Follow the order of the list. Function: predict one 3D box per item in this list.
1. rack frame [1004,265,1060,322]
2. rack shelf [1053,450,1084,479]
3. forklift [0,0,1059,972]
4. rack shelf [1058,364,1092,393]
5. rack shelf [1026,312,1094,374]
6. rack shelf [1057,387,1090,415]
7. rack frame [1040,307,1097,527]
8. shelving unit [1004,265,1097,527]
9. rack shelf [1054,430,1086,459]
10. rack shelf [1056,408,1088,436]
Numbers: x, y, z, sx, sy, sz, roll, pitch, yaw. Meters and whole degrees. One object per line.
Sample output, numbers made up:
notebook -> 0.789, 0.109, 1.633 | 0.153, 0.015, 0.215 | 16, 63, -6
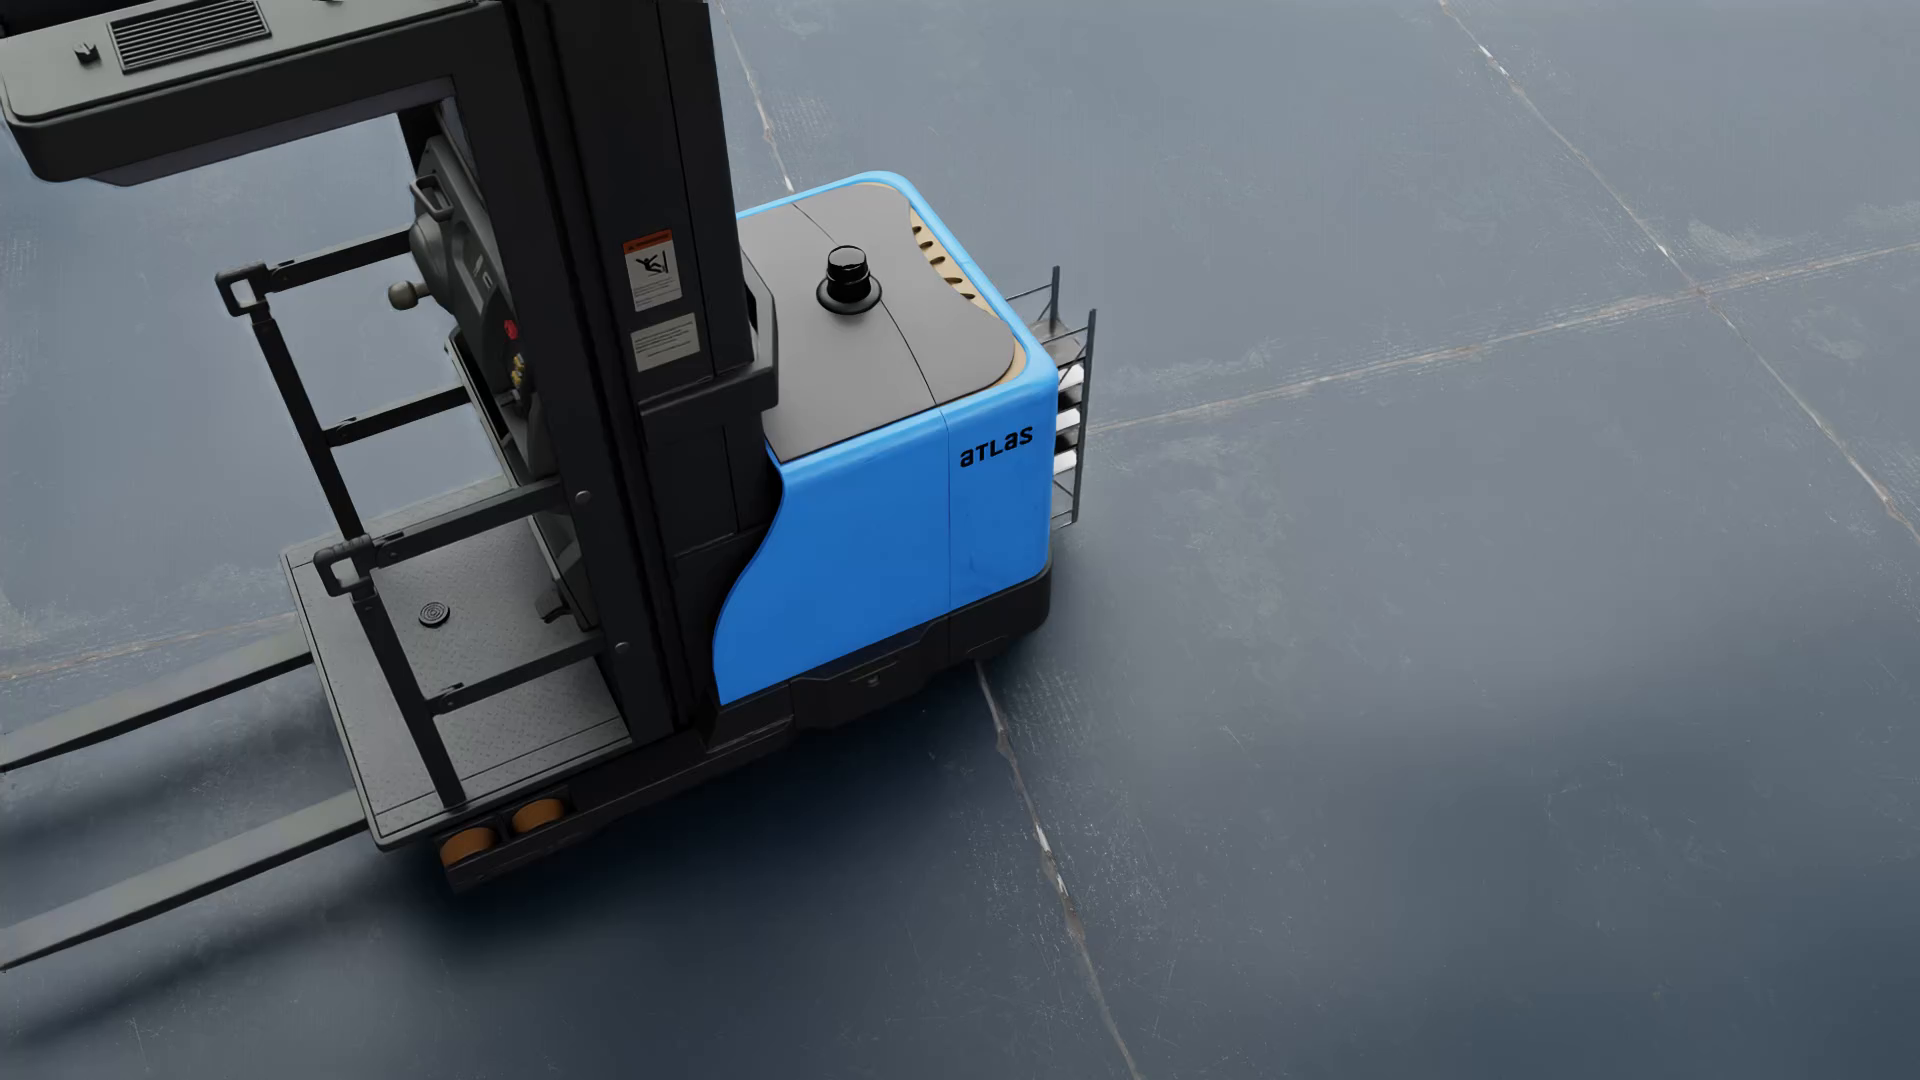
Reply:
rack frame -> 0.175, -0.448, 5.038 | 0.240, 0.900, 0.006 | -22, 53, -18
rack shelf -> 0.221, -0.241, 5.143 | 0.258, 0.077, 0.200 | -22, 53, -18
forklift -> -1.280, -0.484, 3.741 | 3.031, 2.935, 1.130 | -22, 53, -17
rack shelf -> 0.223, -0.474, 4.868 | 0.258, 0.077, 0.200 | -22, 53, -18
rack shelf -> 0.224, -0.533, 4.800 | 0.258, 0.077, 0.200 | -22, 53, -18
rack shelf -> 0.223, -0.416, 4.937 | 0.258, 0.077, 0.200 | -22, 53, -18
rack frame -> 0.269, -0.311, 4.922 | 0.240, 0.900, 0.006 | -22, 53, -18
shelving unit -> 0.222, -0.379, 4.980 | 0.258, 0.900, 0.210 | -22, 53, -18
rack shelf -> 0.222, -0.300, 5.074 | 0.258, 0.077, 0.200 | -22, 53, -18
rack shelf -> 0.222, -0.358, 5.005 | 0.258, 0.077, 0.200 | -22, 53, -18
